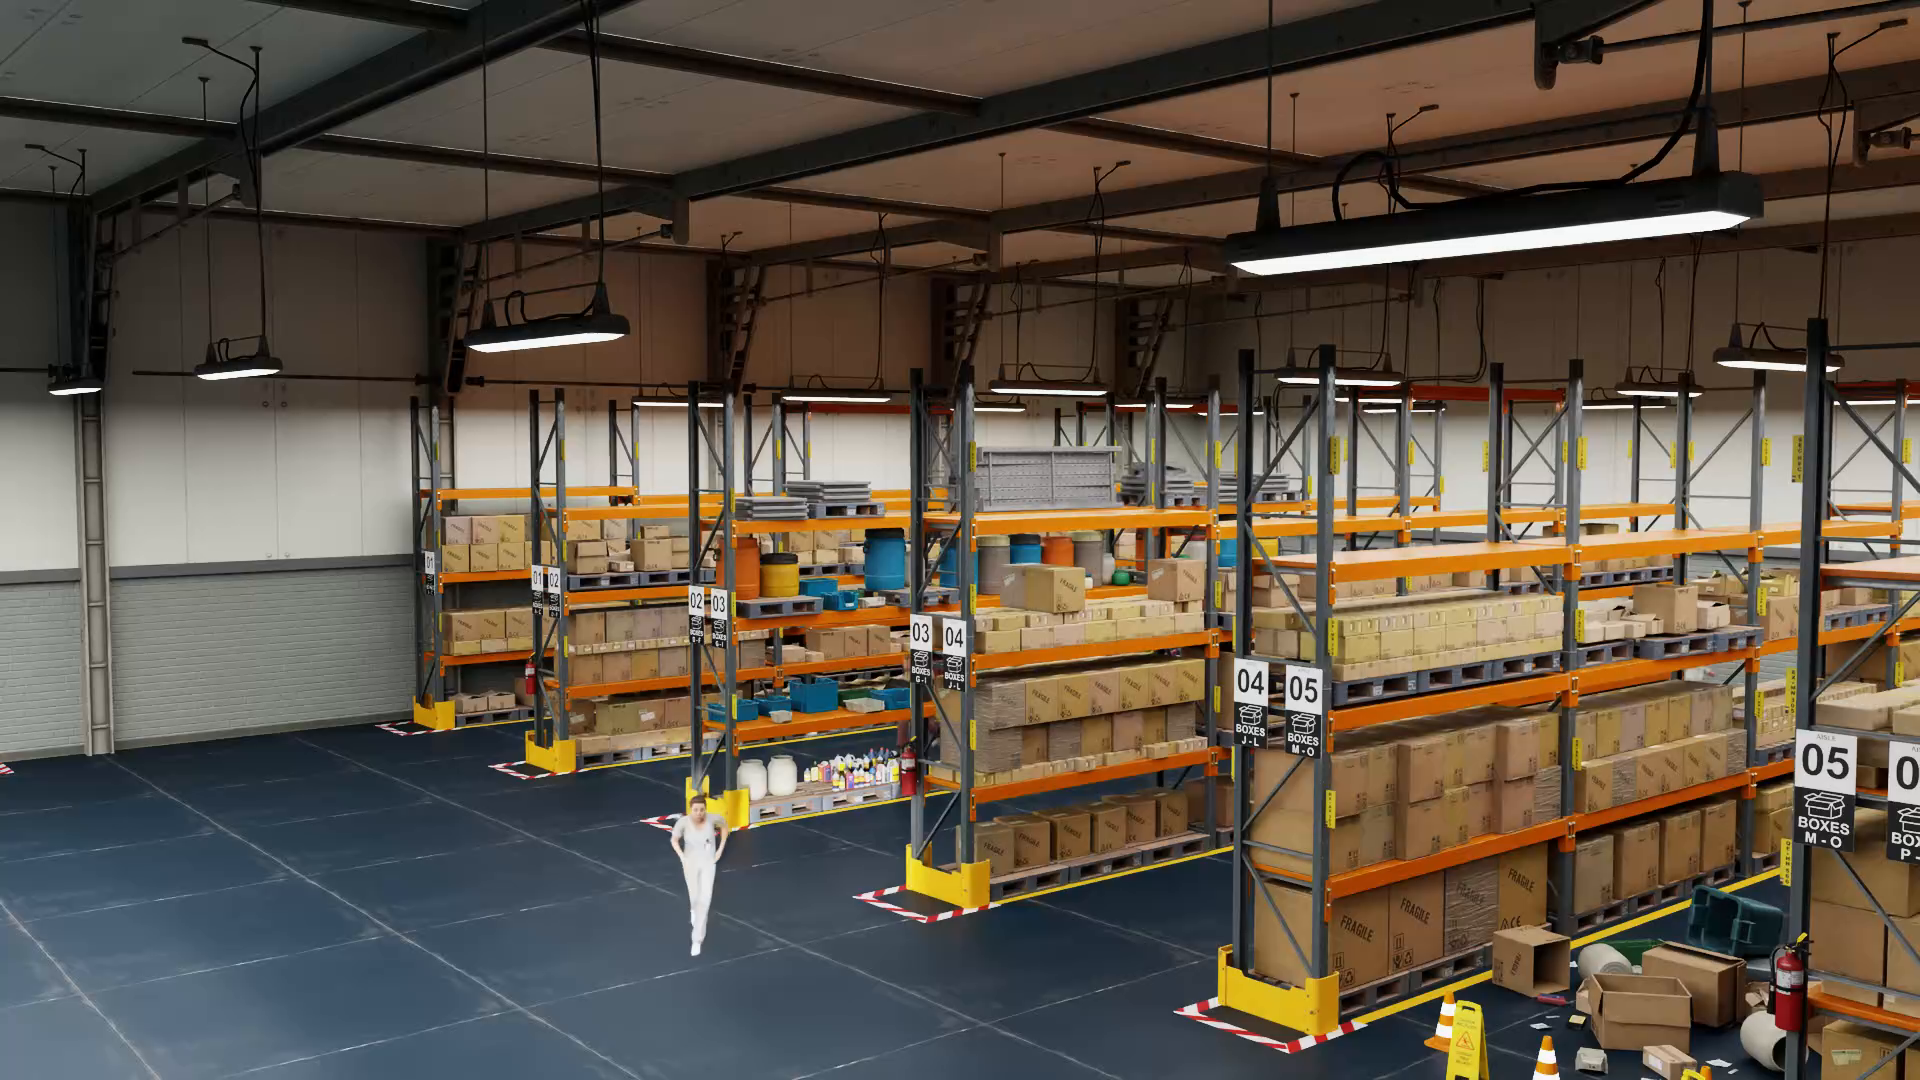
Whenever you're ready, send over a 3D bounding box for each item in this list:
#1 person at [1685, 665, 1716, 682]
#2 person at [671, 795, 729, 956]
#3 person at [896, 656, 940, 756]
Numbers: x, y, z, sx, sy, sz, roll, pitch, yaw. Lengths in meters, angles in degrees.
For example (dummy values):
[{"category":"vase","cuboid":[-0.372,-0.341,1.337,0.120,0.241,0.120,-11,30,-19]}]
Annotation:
[{"category":"person","cuboid":[12.966,2.558,29.528,0.642,1.755,0.917,-1,4,-20]},{"category":"person","cuboid":[-2.693,3.369,17.181,0.591,1.623,0.991,-1,3,-14]},{"category":"person","cuboid":[-0.683,2.723,27.522,0.581,1.666,1.082,3,5,43]}]
